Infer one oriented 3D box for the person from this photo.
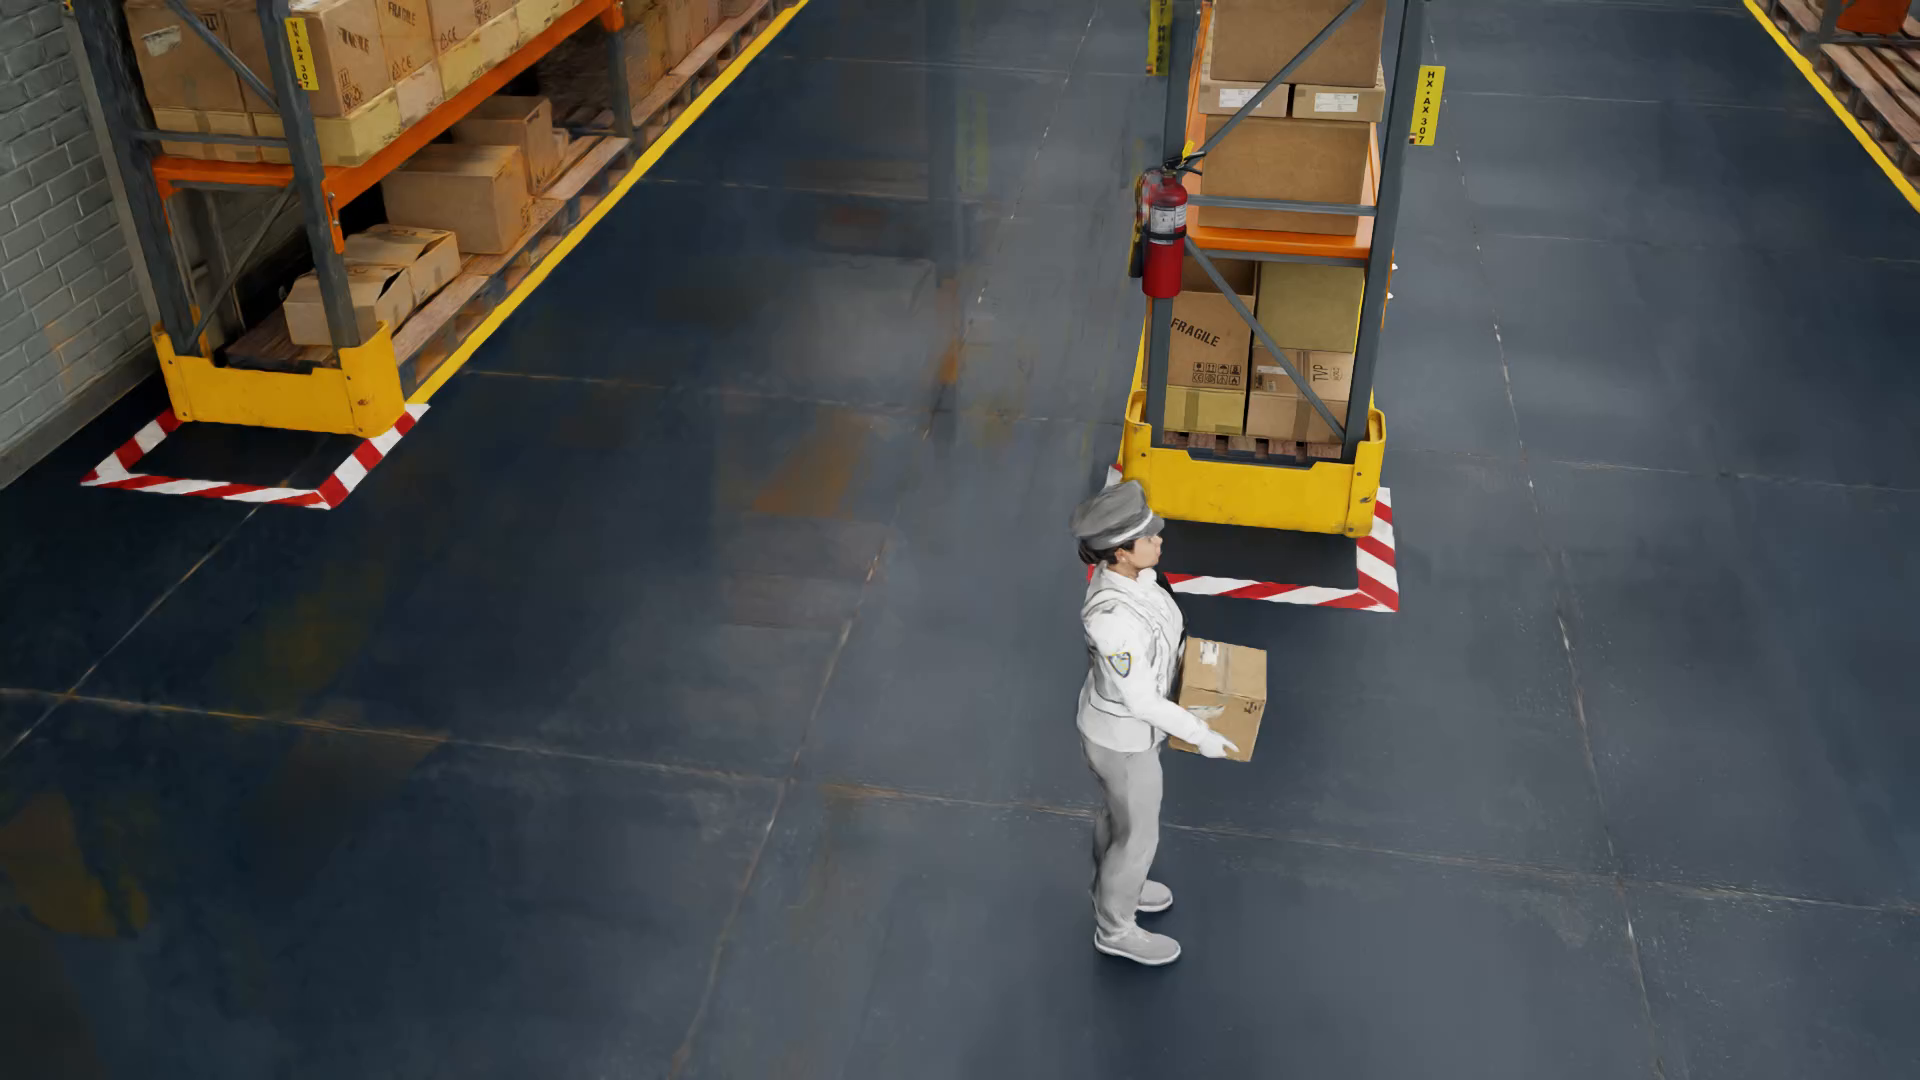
[{"bbox_3d":[0.591,0.581,5.197,0.554,1.695,0.467,5,33,8],"label":"person"}]
